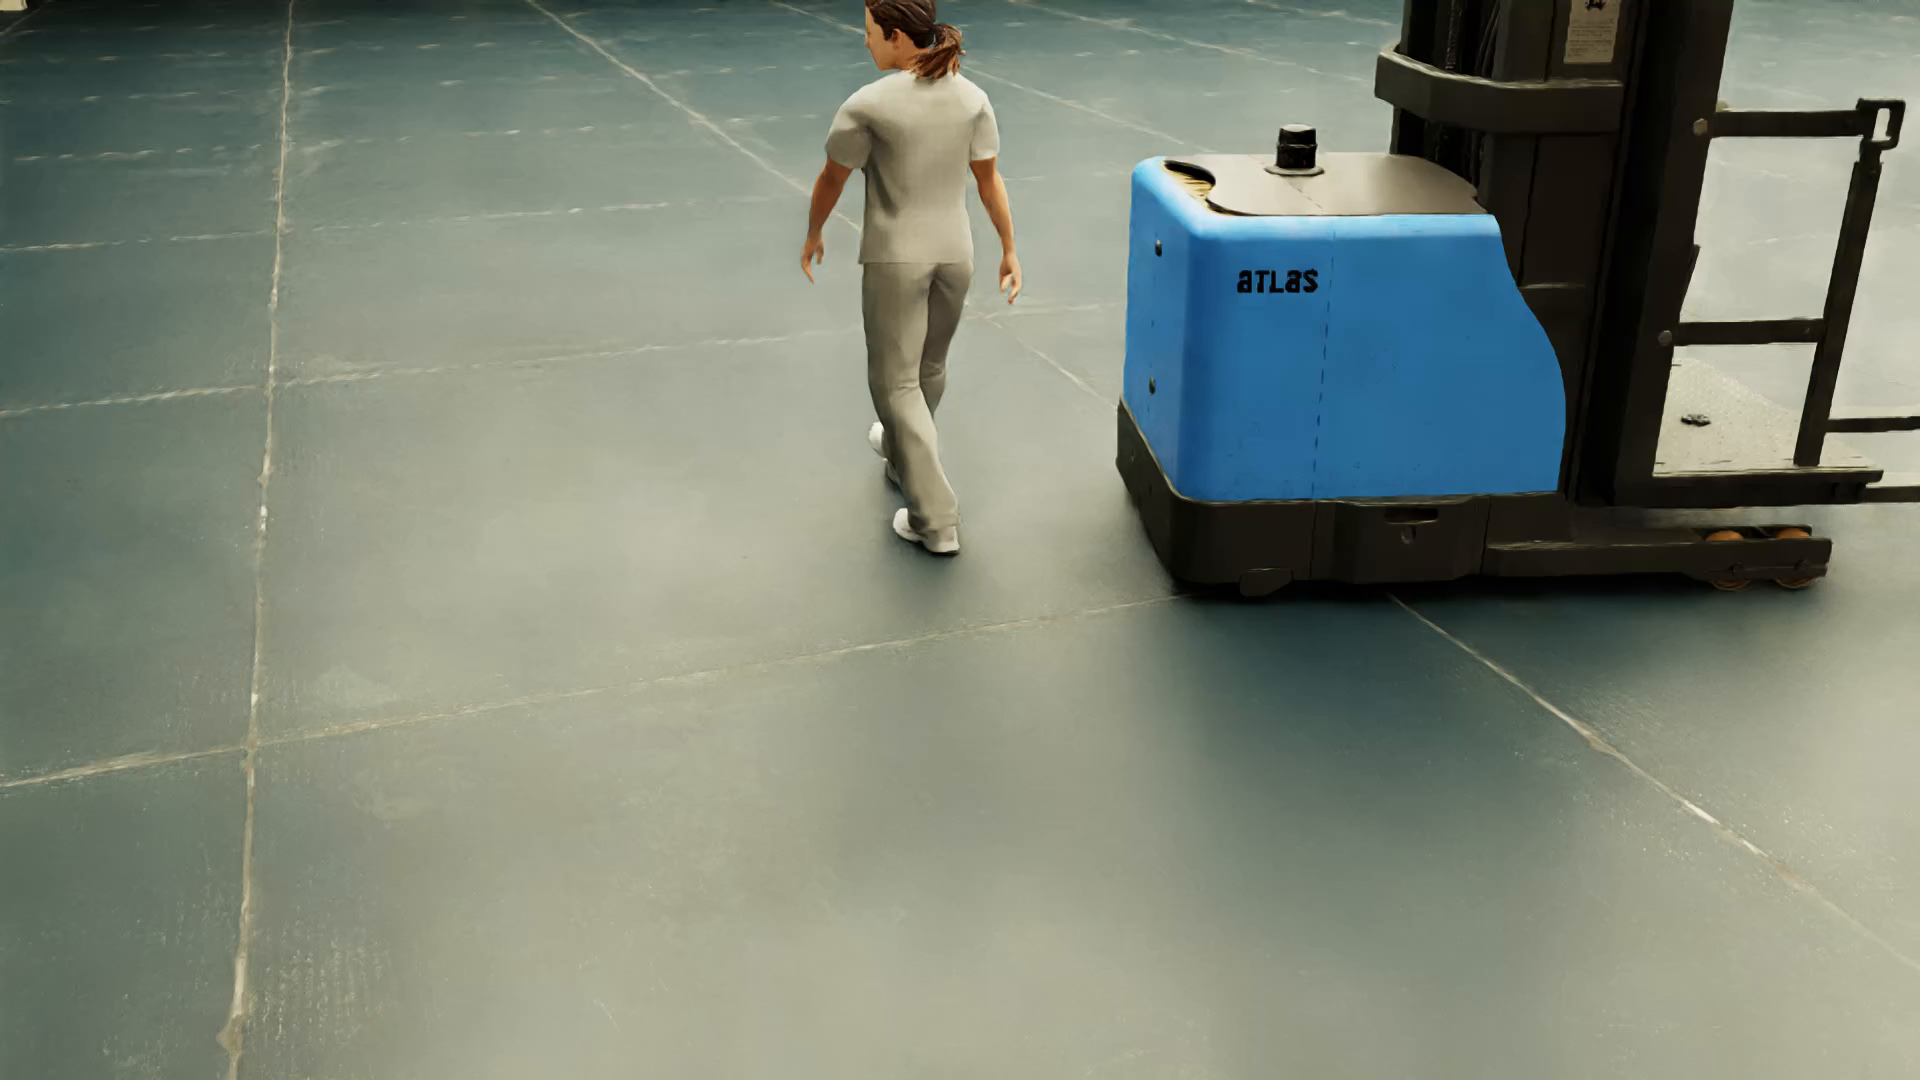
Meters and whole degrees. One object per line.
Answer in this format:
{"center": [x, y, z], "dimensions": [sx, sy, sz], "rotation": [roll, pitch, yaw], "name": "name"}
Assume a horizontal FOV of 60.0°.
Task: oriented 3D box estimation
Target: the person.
{"center": [-0.160, -0.865, 5.045], "dimensions": [0.573, 1.629, 0.871], "rotation": [-13, 26, -29], "name": "person"}

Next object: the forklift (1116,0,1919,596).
{"center": [2.059, -1.412, 4.655], "dimensions": [3.031, 2.935, 1.130], "rotation": [-2, 23, -4], "name": "forklift"}
